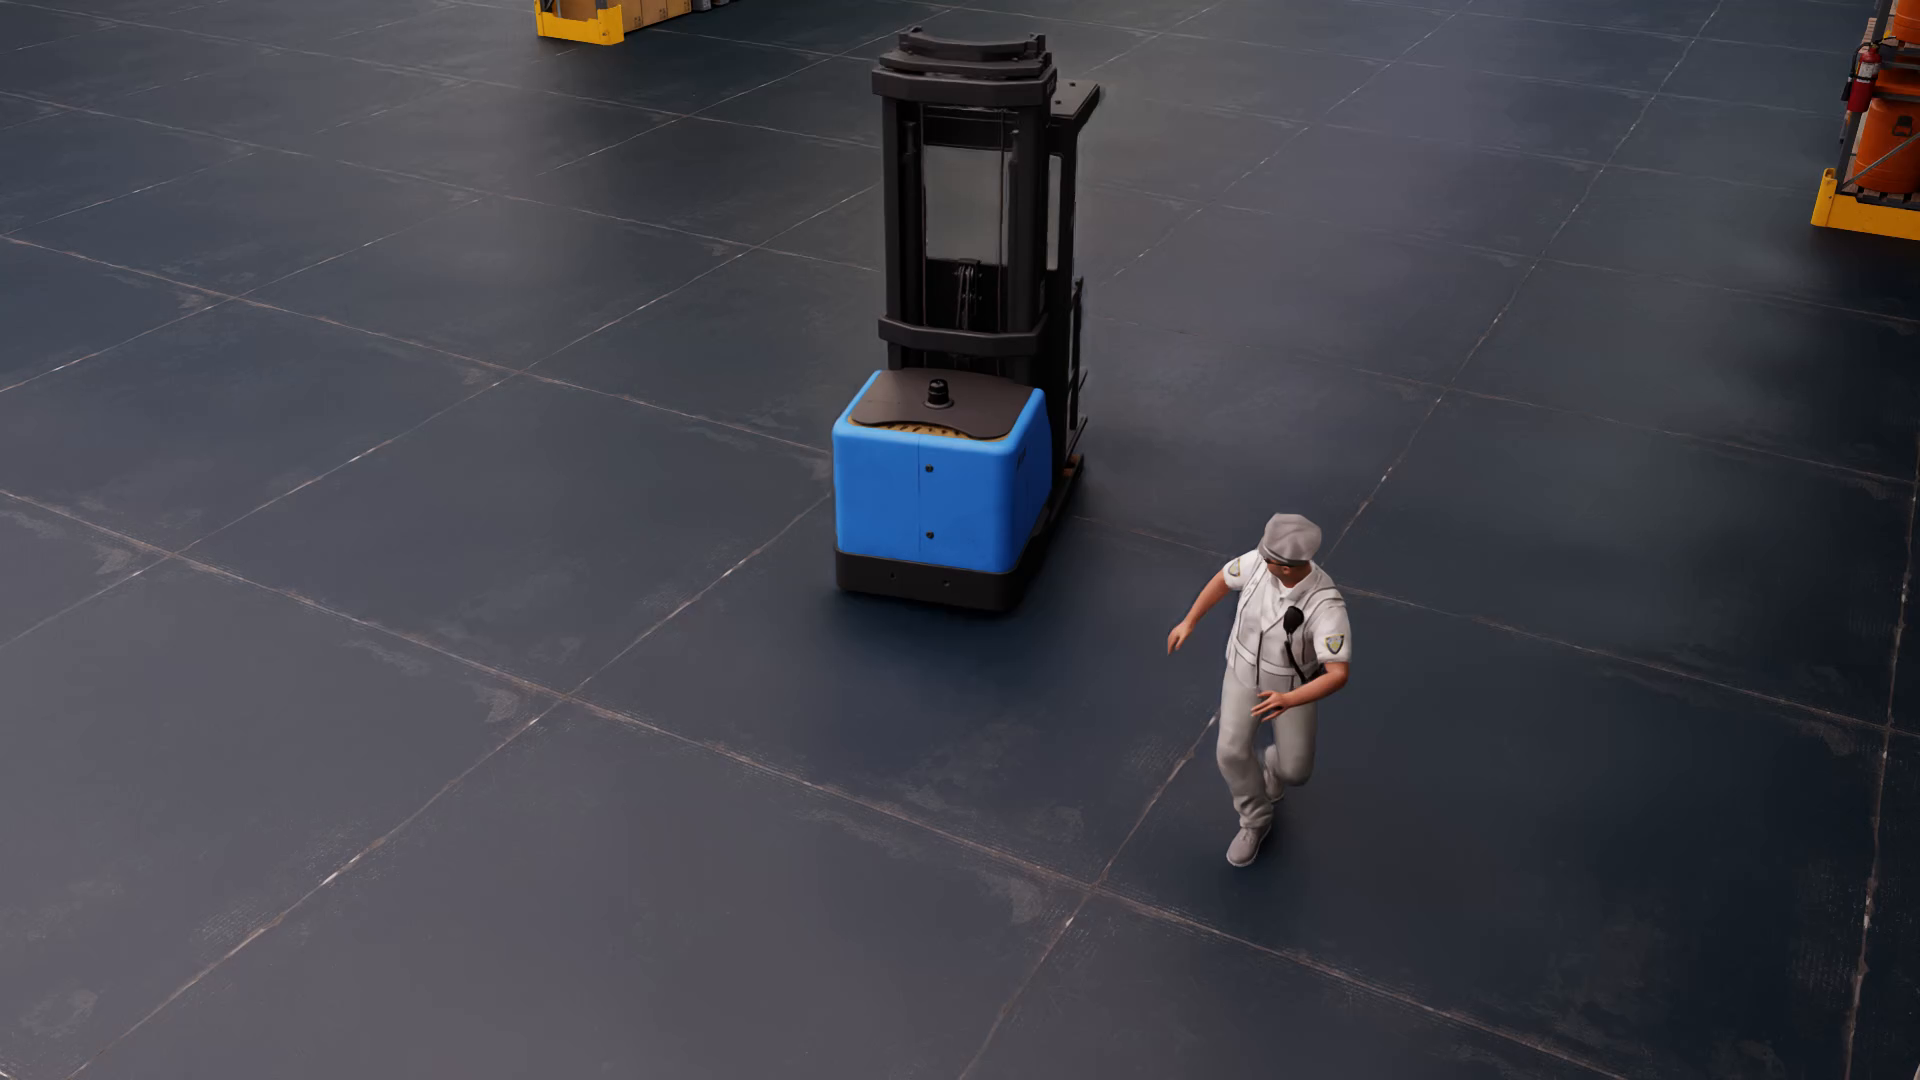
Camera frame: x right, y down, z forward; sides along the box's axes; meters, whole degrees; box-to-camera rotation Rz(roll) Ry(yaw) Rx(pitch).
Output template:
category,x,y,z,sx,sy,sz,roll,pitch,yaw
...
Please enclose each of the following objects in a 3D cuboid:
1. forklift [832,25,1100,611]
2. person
category,x,y,z,sx,sy,sz,roll,pitch,yaw
forklift,0.170,-1.600,9.843,1.130,2.935,3.031,8,31,13
person,1.279,0.619,7.316,0.887,1.637,0.867,16,34,25
